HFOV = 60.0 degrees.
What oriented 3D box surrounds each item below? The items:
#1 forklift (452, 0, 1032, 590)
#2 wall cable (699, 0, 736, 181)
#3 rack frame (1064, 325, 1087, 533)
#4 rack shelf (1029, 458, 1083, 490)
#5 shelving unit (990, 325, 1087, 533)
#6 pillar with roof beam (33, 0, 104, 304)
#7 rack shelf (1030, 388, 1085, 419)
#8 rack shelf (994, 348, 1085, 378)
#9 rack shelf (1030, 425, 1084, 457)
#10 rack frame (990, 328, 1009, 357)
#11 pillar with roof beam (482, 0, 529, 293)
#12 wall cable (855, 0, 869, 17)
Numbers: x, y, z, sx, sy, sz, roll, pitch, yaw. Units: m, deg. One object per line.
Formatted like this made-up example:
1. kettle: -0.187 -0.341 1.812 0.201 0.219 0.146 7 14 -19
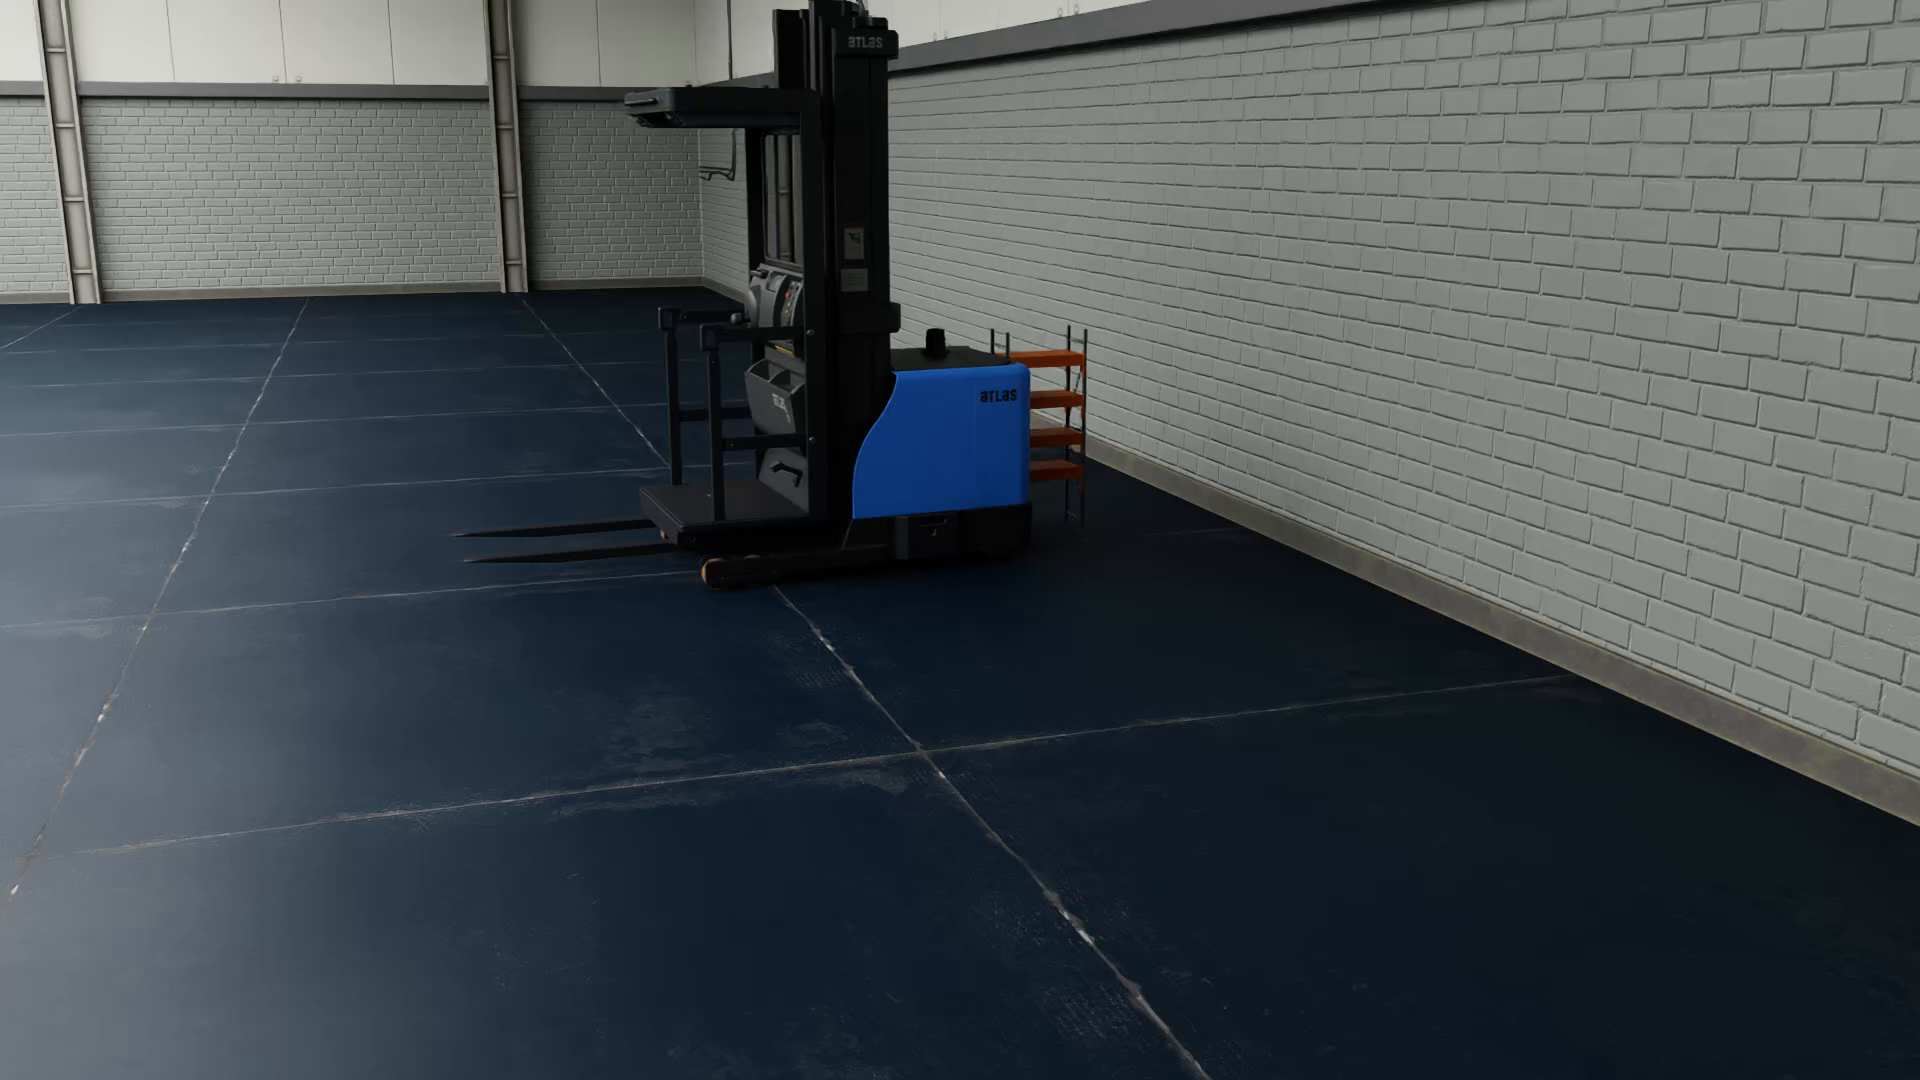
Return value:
1. forklift: -1.172 -1.305 8.796 3.031 2.935 1.130 -5 14 -21
2. wall cable: -3.732 -6.670 24.947 0.112 2.526 3.097 -4 14 -18
3. rack frame: 0.680 -0.652 9.792 0.015 1.200 0.240 -5 14 -21
4. rack shelf: 0.454 -0.373 9.766 0.480 0.148 0.258 -5 14 -21
5. shelving unit: 0.454 -0.631 9.704 0.503 1.200 0.258 -5 14 -21
6. pillar with roof beam: -11.259 -6.866 19.062 0.400 9.000 9.100 -4 14 -18
7. rack shelf: 0.454 -0.783 9.668 0.480 0.148 0.258 -5 14 -21
8. rack shelf: 0.454 -1.014 9.613 0.480 0.148 0.258 -5 14 -21
9. rack shelf: 0.454 -0.566 9.720 0.480 0.148 0.258 -5 14 -21
10. rack frame: 0.227 -0.610 9.616 0.015 1.200 0.240 -5 14 -21
11. pillar with roof beam: -5.573 -7.309 20.923 0.400 9.000 9.100 -4 14 -18
12. wall cable: -0.719 -7.752 15.436 0.169 6.003 2.305 -4 14 -18
